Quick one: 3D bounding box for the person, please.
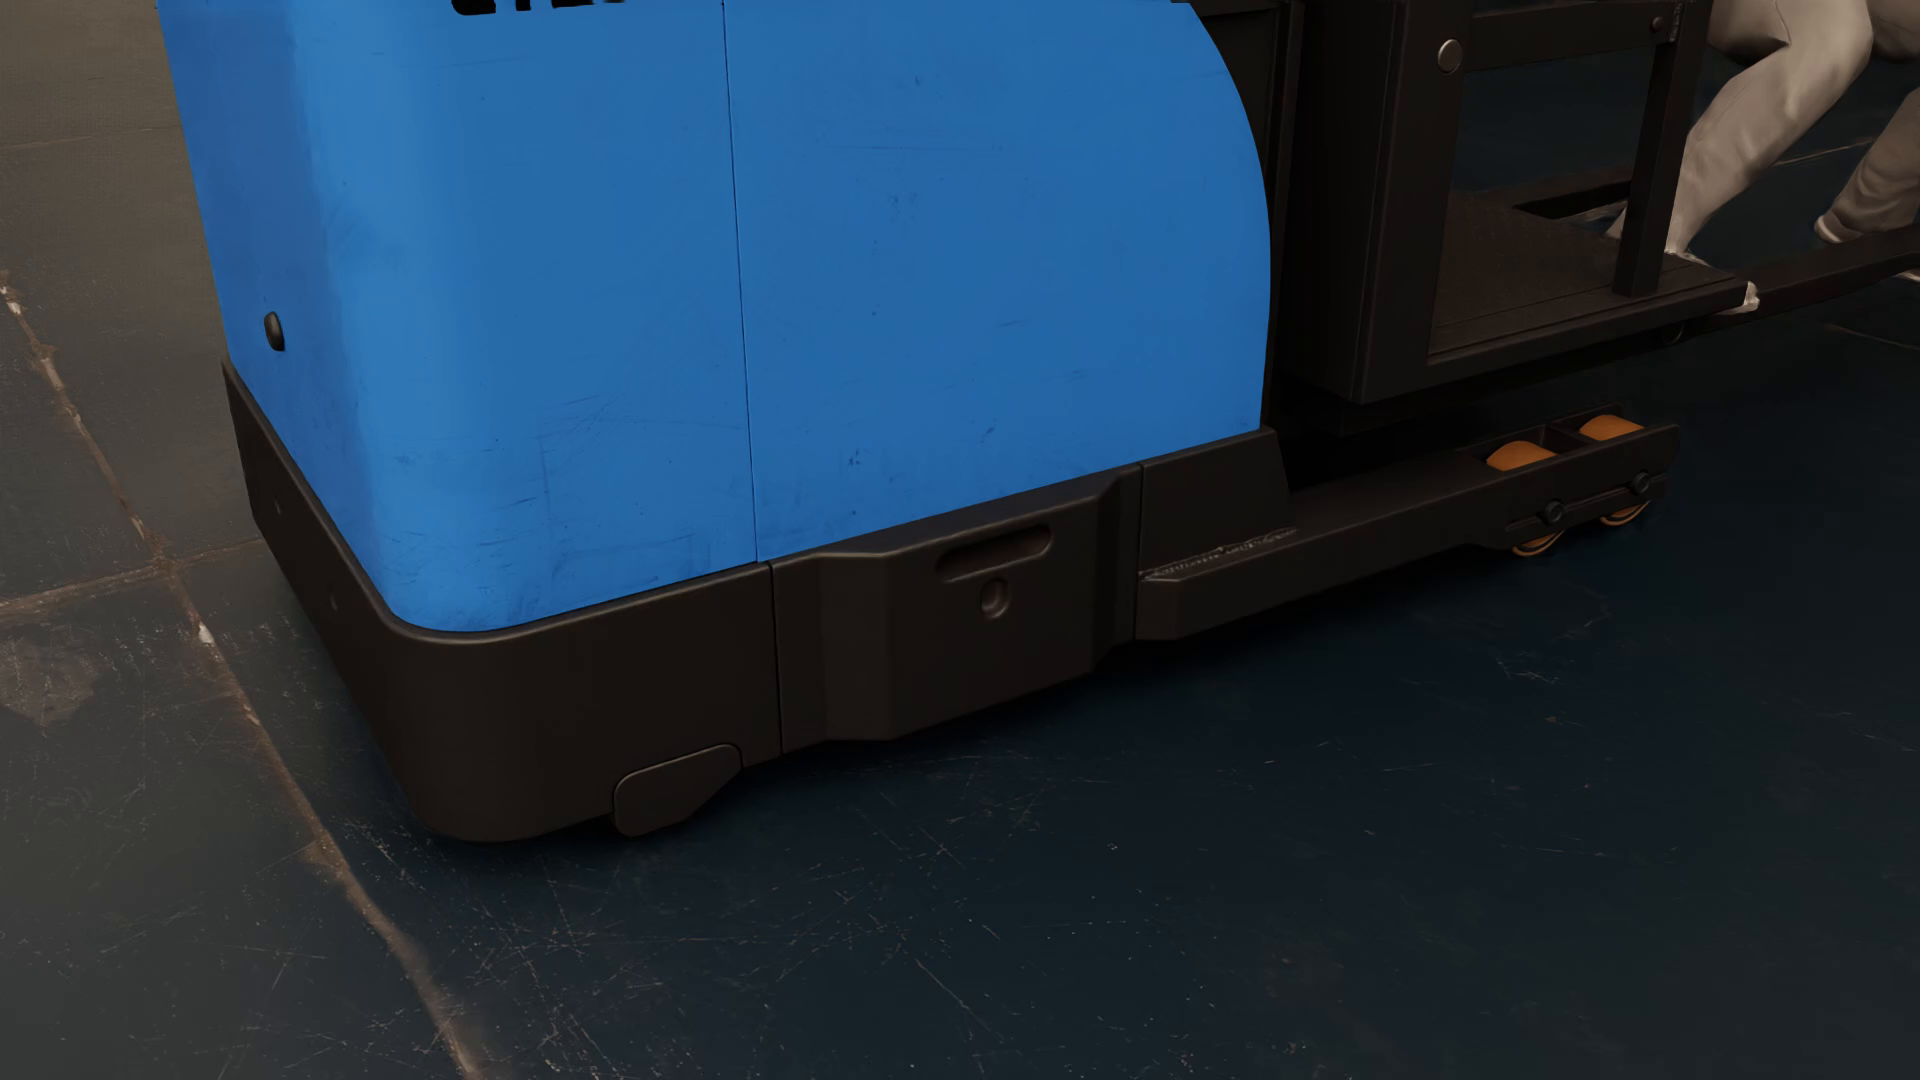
[{"bbox_3d":[1.555,-1.030,2.823,1.100,1.416,0.668,-12,29,-22],"label":"person"}]

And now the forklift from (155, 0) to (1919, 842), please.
[{"bbox_3d":[0.492,-1.472,2.165,3.031,2.935,1.130,-15,31,-28],"label":"forklift"}]
